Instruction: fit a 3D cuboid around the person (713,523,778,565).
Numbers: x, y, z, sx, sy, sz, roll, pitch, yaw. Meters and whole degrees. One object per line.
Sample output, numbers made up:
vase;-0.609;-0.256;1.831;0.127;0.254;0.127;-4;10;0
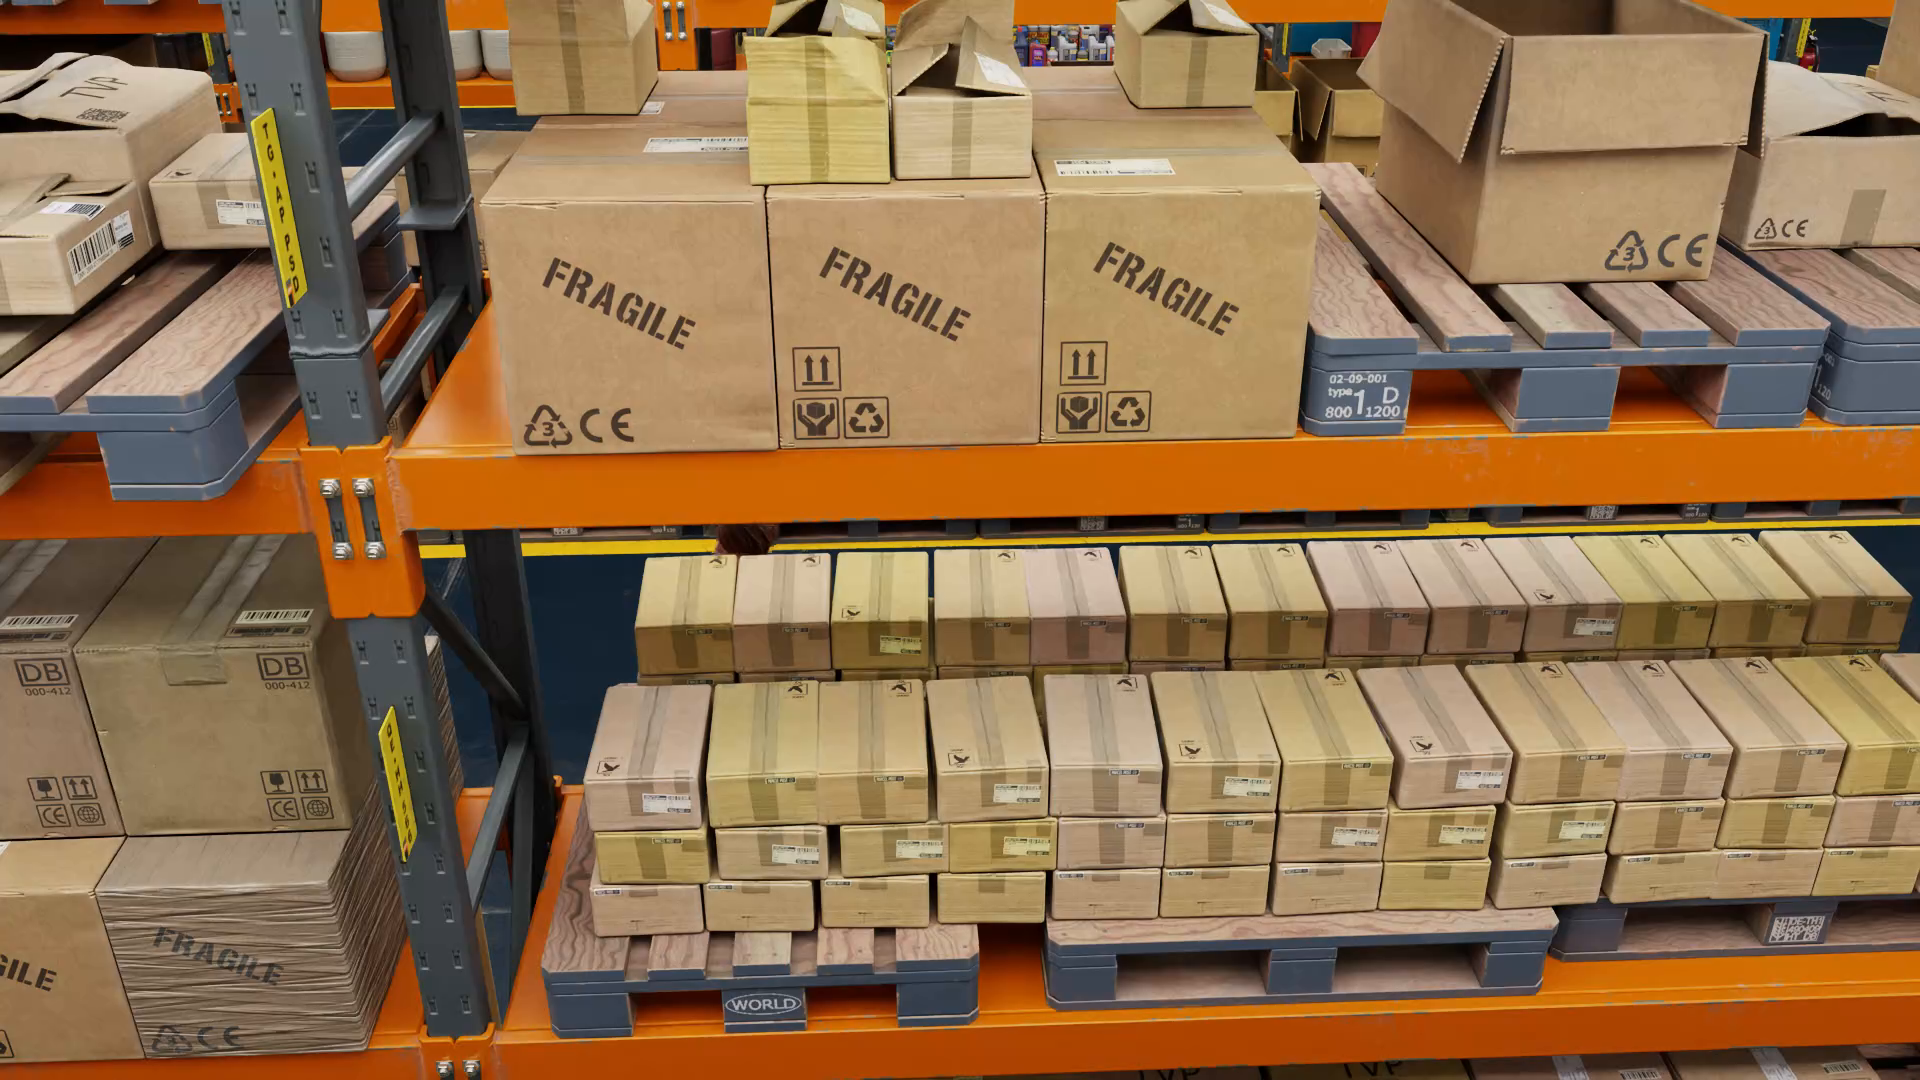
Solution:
person;-0.854;0.584;6.051;0.446;1.550;0.922;25;37;39
